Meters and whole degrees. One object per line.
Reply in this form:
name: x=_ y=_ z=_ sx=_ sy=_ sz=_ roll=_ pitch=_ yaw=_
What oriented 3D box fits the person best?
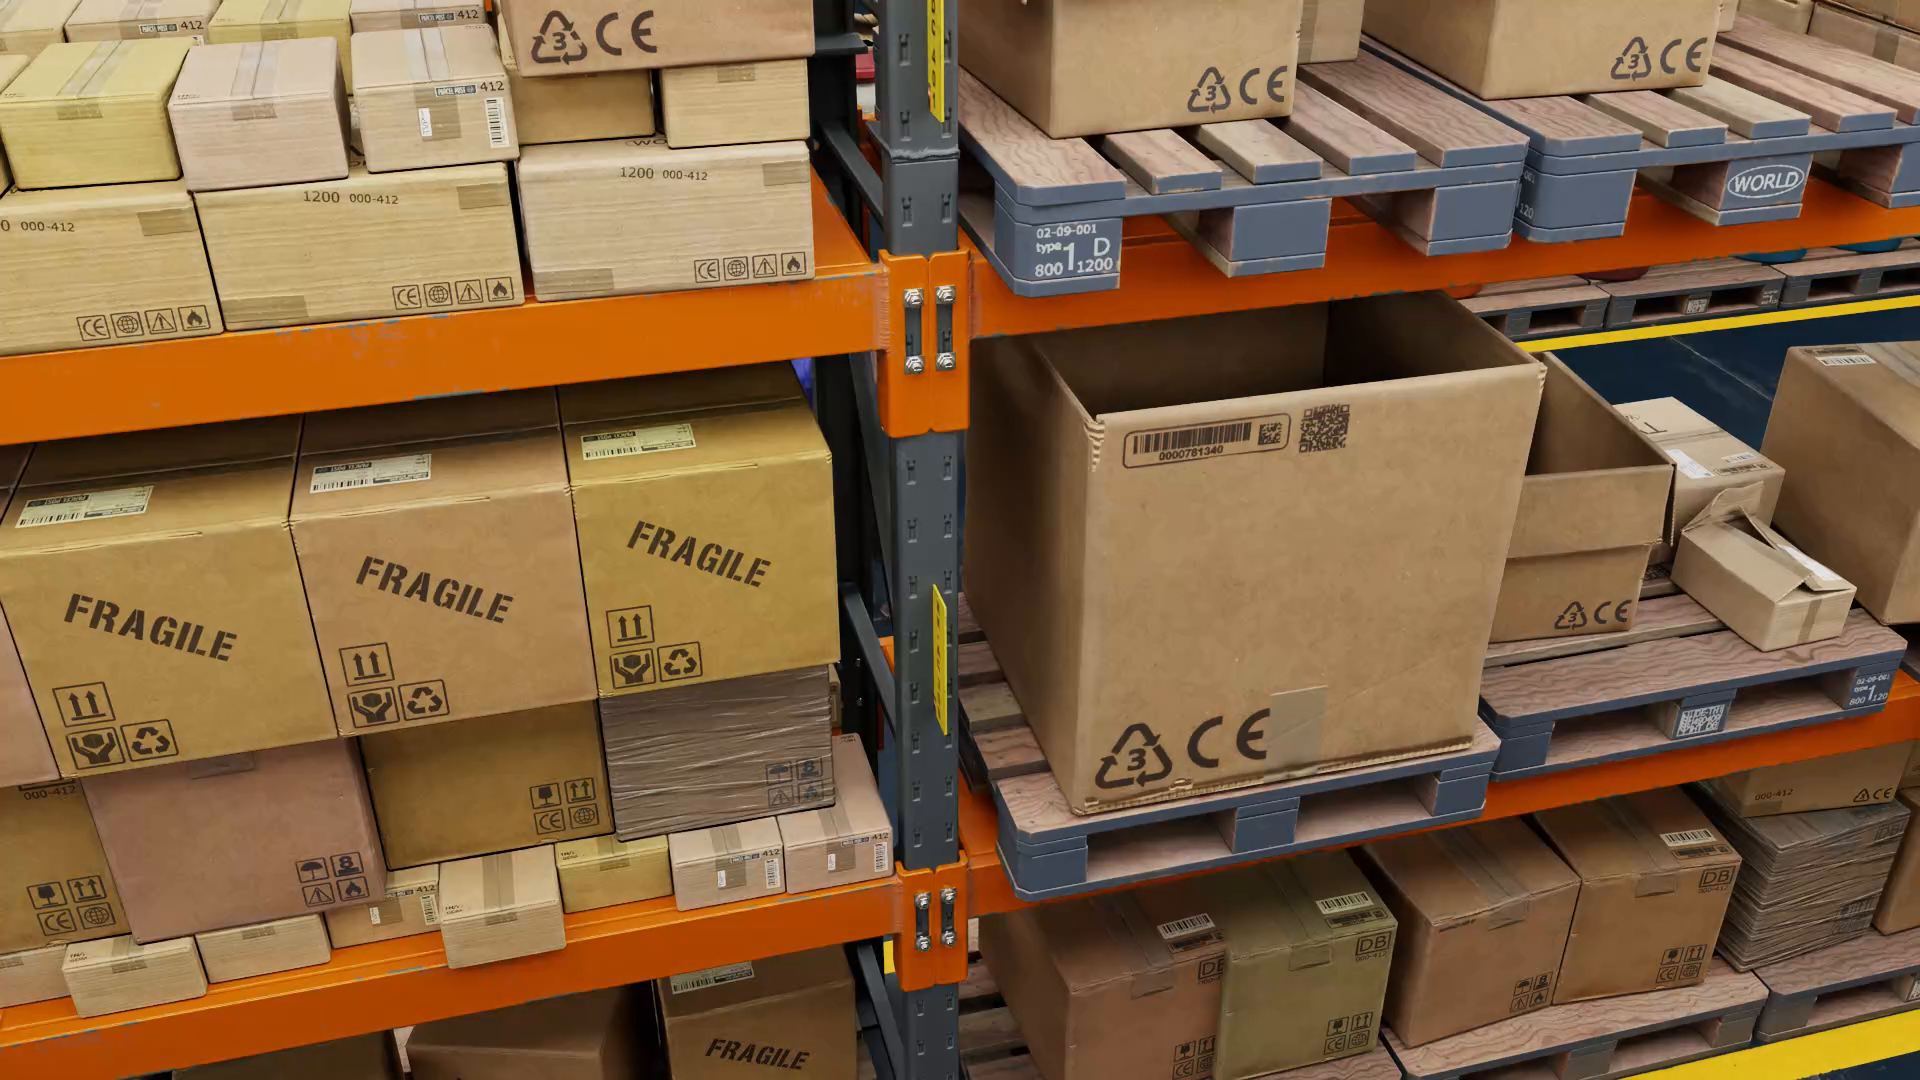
person: x=-0.563 y=-0.333 z=6.710 sx=1.030 sy=1.587 sz=0.476 roll=-3 pitch=31 yaw=-5
